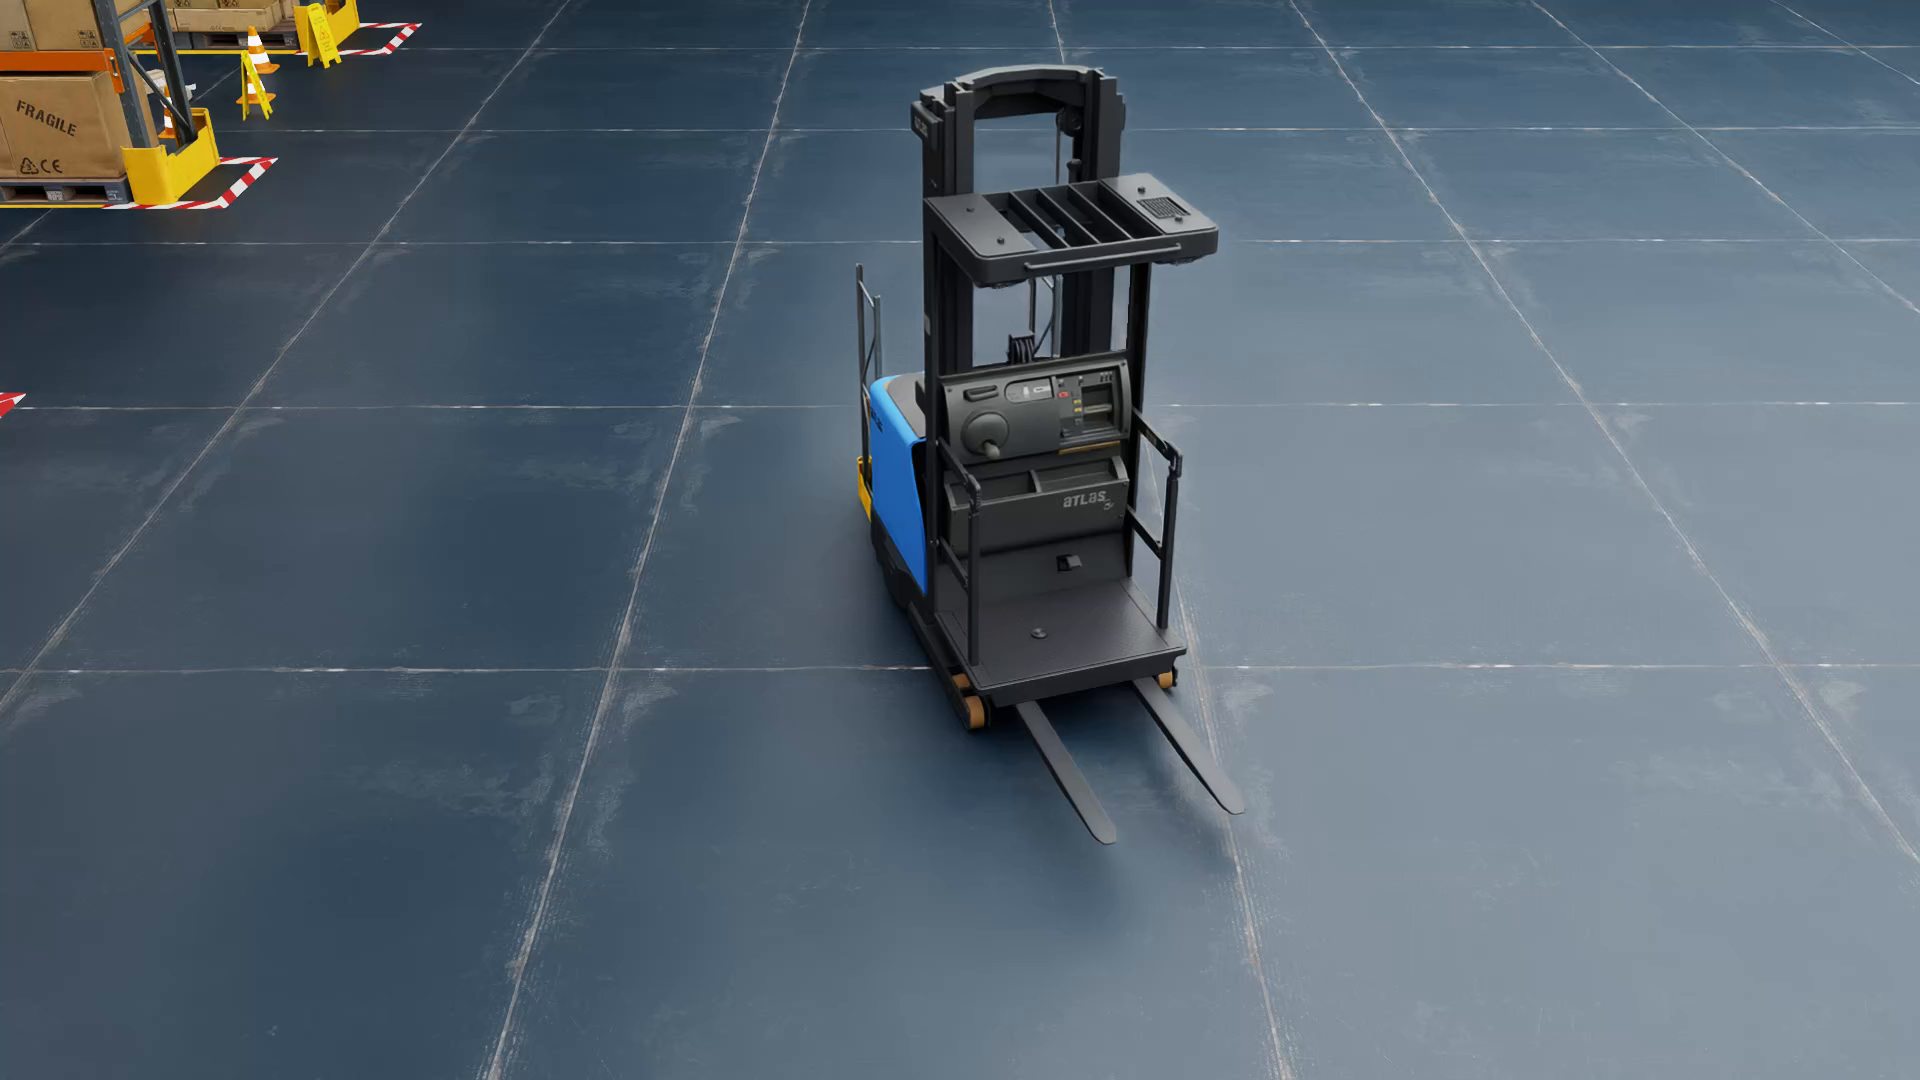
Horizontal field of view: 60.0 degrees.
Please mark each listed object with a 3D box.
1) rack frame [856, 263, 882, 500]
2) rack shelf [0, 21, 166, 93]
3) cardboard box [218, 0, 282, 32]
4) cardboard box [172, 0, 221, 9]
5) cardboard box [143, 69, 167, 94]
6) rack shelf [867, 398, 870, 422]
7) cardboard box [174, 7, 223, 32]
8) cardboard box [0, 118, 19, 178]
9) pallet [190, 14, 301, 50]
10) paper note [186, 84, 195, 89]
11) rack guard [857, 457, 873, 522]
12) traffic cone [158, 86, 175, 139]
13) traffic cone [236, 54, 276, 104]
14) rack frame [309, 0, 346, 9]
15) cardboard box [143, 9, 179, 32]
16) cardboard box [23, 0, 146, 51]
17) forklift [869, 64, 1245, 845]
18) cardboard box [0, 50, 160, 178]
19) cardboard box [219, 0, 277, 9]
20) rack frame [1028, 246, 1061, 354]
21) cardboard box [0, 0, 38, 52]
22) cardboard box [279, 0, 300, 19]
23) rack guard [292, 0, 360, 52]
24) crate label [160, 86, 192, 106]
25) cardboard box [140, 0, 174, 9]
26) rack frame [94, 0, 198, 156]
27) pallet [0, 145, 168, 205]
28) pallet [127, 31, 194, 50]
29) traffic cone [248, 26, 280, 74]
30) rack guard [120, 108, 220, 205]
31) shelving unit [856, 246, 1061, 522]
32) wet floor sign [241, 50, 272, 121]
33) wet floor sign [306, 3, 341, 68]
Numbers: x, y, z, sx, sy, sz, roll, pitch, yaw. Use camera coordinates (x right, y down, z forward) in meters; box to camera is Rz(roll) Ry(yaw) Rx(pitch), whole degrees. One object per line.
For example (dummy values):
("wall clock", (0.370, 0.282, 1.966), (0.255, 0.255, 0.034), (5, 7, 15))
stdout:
("rack frame", (-0.505, -0.779, 9.478), (0.032, 1.500, 0.500), (-8, 32, -13))
("rack shelf", (-9.035, -4.178, 14.327), (4.000, 0.370, 1.077), (0, 31, 0))
("cardboard box", (-7.997, -5.921, 18.752), (0.500, 0.250, 0.500), (0, 31, -1))
("cardboard box", (-8.488, -6.242, 18.559), (0.500, 0.500, 0.500), (1, 31, 2))
("cardboard box", (-8.464, -4.788, 17.388), (0.250, 0.149, 0.380), (16, 35, 25))
("rack shelf", (-0.014, -0.693, 9.683), (1.000, 0.185, 0.538), (-8, 32, -13))
("cardboard box", (-8.491, -5.923, 18.756), (0.500, 0.250, 0.500), (0, 31, 0))
("cardboard box", (-8.593, -3.723, 14.526), (0.875, 0.875, 0.875), (-1, 31, -1))
("pallet", (-8.055, -5.882, 19.131), (1.213, 0.211, 1.003), (0, 31, 0))
("paper note", (-8.099, -4.754, 17.445), (0.142, 0.019, 0.148), (-11, 33, -17))
("rack guard", (-0.504, -0.245, 9.802), (0.087, 0.250, 0.587), (-8, 32, -13))
("traffic cone", (-7.575, -4.142, 16.020), (0.334, 0.463, 0.336), (0, 31, 0))
("traffic cone", (-7.242, -4.729, 16.988), (0.334, 0.463, 0.336), (0, 31, 0))
("rack frame", (-7.166, -7.059, 18.382), (0.127, 3.000, 1.000), (0, 31, 0))
("cardboard box", (-9.014, -5.919, 18.749), (0.500, 0.250, 0.500), (-1, 31, -2))
("cardboard box", (-7.406, -4.531, 14.071), (0.550, 0.550, 0.875), (0, 31, 0))
("forklift", (0.446, -0.566, 7.747), (1.130, 2.935, 3.031), (-10, 33, -16))
("cardboard box", (-7.713, -3.726, 14.533), (0.875, 0.875, 0.875), (0, 31, 0))
("cardboard box", (-7.966, -6.246, 18.565), (0.500, 0.500, 0.500), (0, 31, 0))
("rack frame", (0.477, -0.915, 9.701), (0.032, 1.500, 0.500), (-8, 32, -13))
("cardboard box", (-7.956, -4.518, 14.049), (0.550, 0.550, 0.875), (0, 31, 0))
("cardboard box", (-7.975, -6.204, 19.218), (0.500, 0.250, 0.500), (0, 31, -1))
("rack guard", (-7.242, -5.990, 19.030), (0.348, 0.500, 1.175), (0, 31, 0))
("crate label", (-8.028, -4.555, 17.015), (0.298, 0.136, 0.250), (-17, 35, -26))
("cardboard box", (-8.992, -6.244, 18.562), (0.500, 0.500, 0.500), (-1, 31, -1))
("rack frame", (-7.035, -4.492, 14.150), (0.127, 3.000, 1.000), (0, 31, 0))
("pallet", (-7.834, -3.256, 14.803), (1.213, 0.211, 1.003), (0, 31, 0))
("pallet", (-9.272, -5.880, 19.127), (1.213, 0.211, 1.003), (0, 31, 0))
("traffic cone", (-7.588, -5.304, 17.935), (0.334, 0.463, 0.336), (0, 31, 0))
("rack guard", (-7.011, -3.423, 14.799), (0.348, 0.500, 1.175), (0, 31, 0))
("shelving unit", (-0.023, -0.846, 9.588), (1.083, 1.500, 0.587), (-8, 32, -13))
("wet floor sign", (-7.018, -4.512, 16.454), (0.232, 0.644, 0.267), (-5, 32, -9))
("wet floor sign", (-6.970, -5.498, 18.079), (0.232, 0.644, 0.267), (10, 33, 17))
